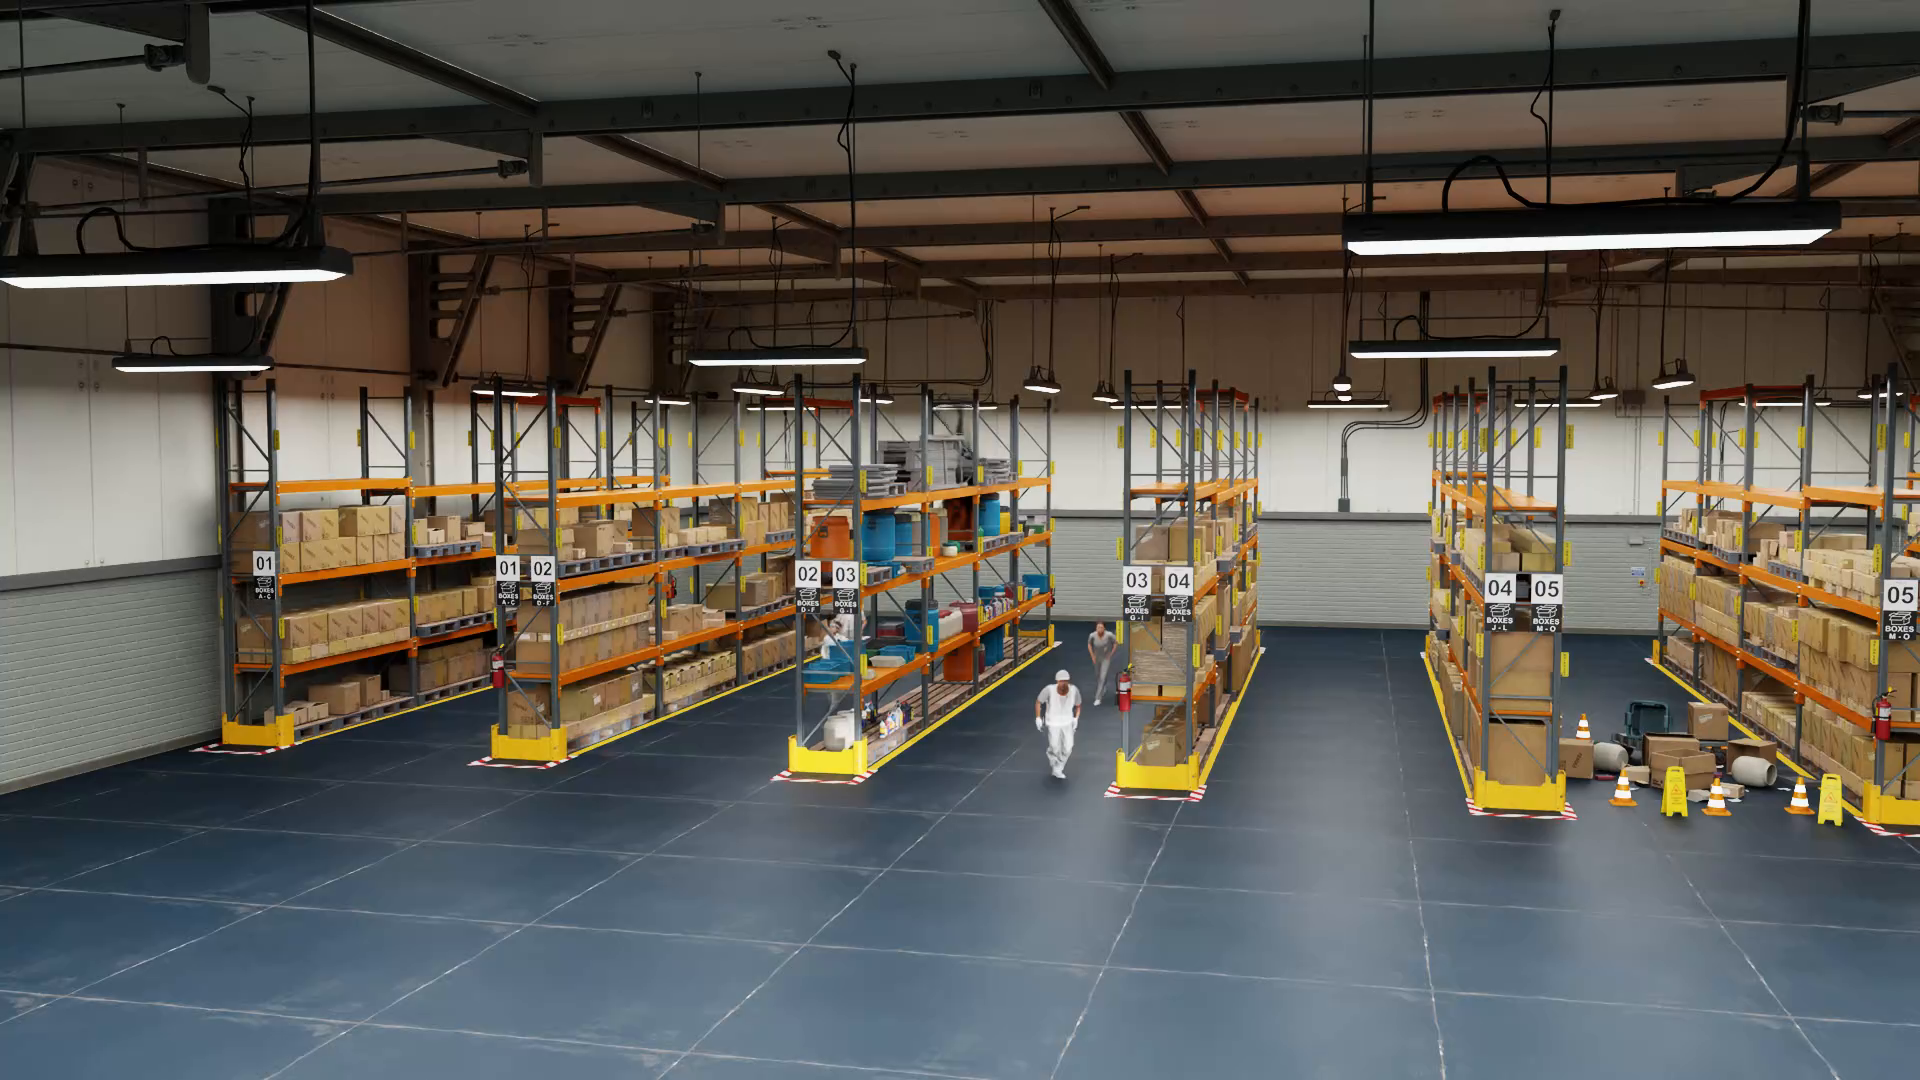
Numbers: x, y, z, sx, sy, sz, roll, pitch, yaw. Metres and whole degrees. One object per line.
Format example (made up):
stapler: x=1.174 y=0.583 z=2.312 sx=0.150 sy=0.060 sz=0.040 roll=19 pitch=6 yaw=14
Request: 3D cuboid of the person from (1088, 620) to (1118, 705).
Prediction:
person: x=2.741 y=2.315 z=31.829 sx=0.573 sy=1.624 sz=0.907 roll=1 pitch=3 yaw=9

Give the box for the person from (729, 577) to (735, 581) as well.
person: x=-5.294 y=1.770 z=38.887 sx=0.672 sy=1.837 sz=0.954 roll=0 pitch=3 yaw=5

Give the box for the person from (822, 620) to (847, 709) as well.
person: x=-2.329 y=2.316 z=31.076 sx=0.609 sy=1.671 sz=0.585 roll=1 pitch=4 yaw=14

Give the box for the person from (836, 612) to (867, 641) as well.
person: x=-2.314 y=2.020 z=35.192 sx=0.674 sy=1.734 sz=0.782 roll=0 pitch=3 yaw=5

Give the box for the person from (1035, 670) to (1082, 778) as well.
person: x=1.453 y=2.705 z=24.595 sx=0.686 sy=1.636 sz=0.780 roll=0 pitch=3 yaw=-7
